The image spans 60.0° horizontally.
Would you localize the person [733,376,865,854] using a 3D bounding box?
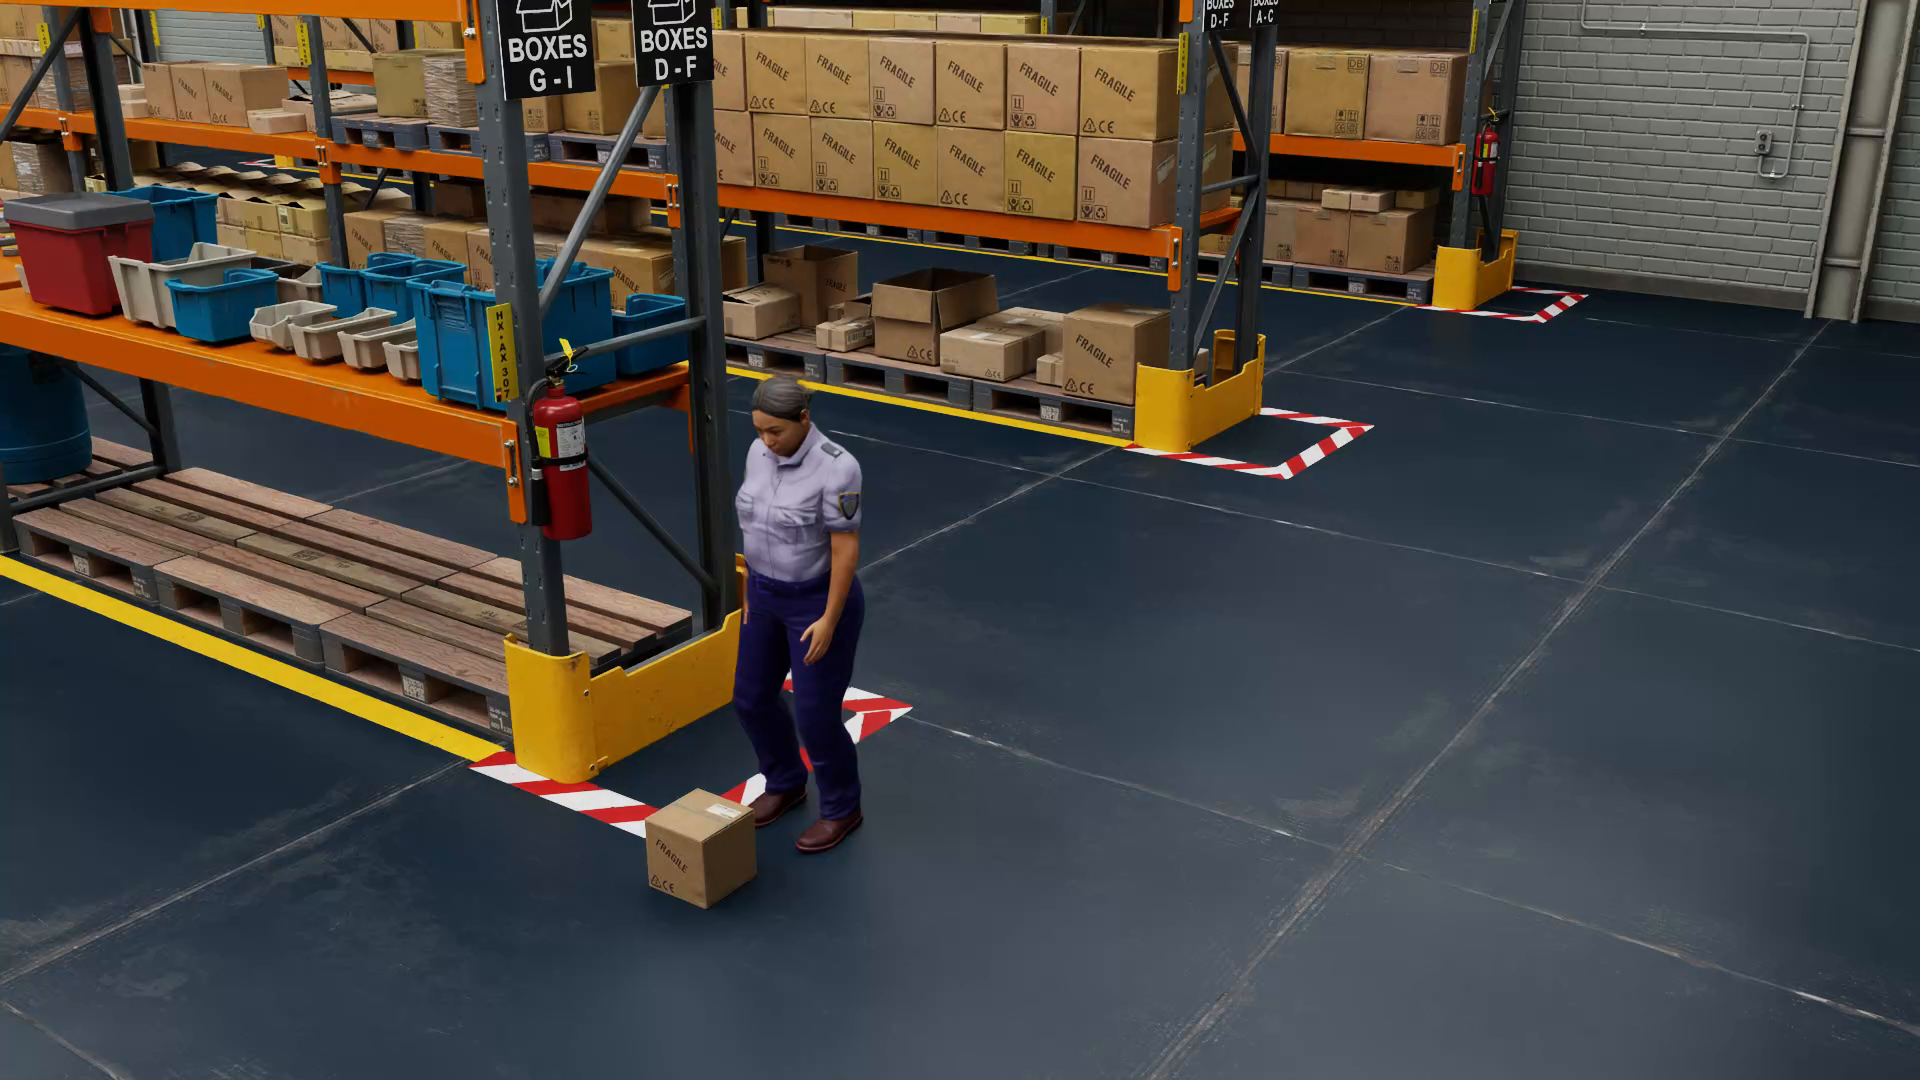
[{"bbox_3d":[-0.518,0.233,5.510,0.489,1.621,0.372,16,25,36],"label":"person"}]
